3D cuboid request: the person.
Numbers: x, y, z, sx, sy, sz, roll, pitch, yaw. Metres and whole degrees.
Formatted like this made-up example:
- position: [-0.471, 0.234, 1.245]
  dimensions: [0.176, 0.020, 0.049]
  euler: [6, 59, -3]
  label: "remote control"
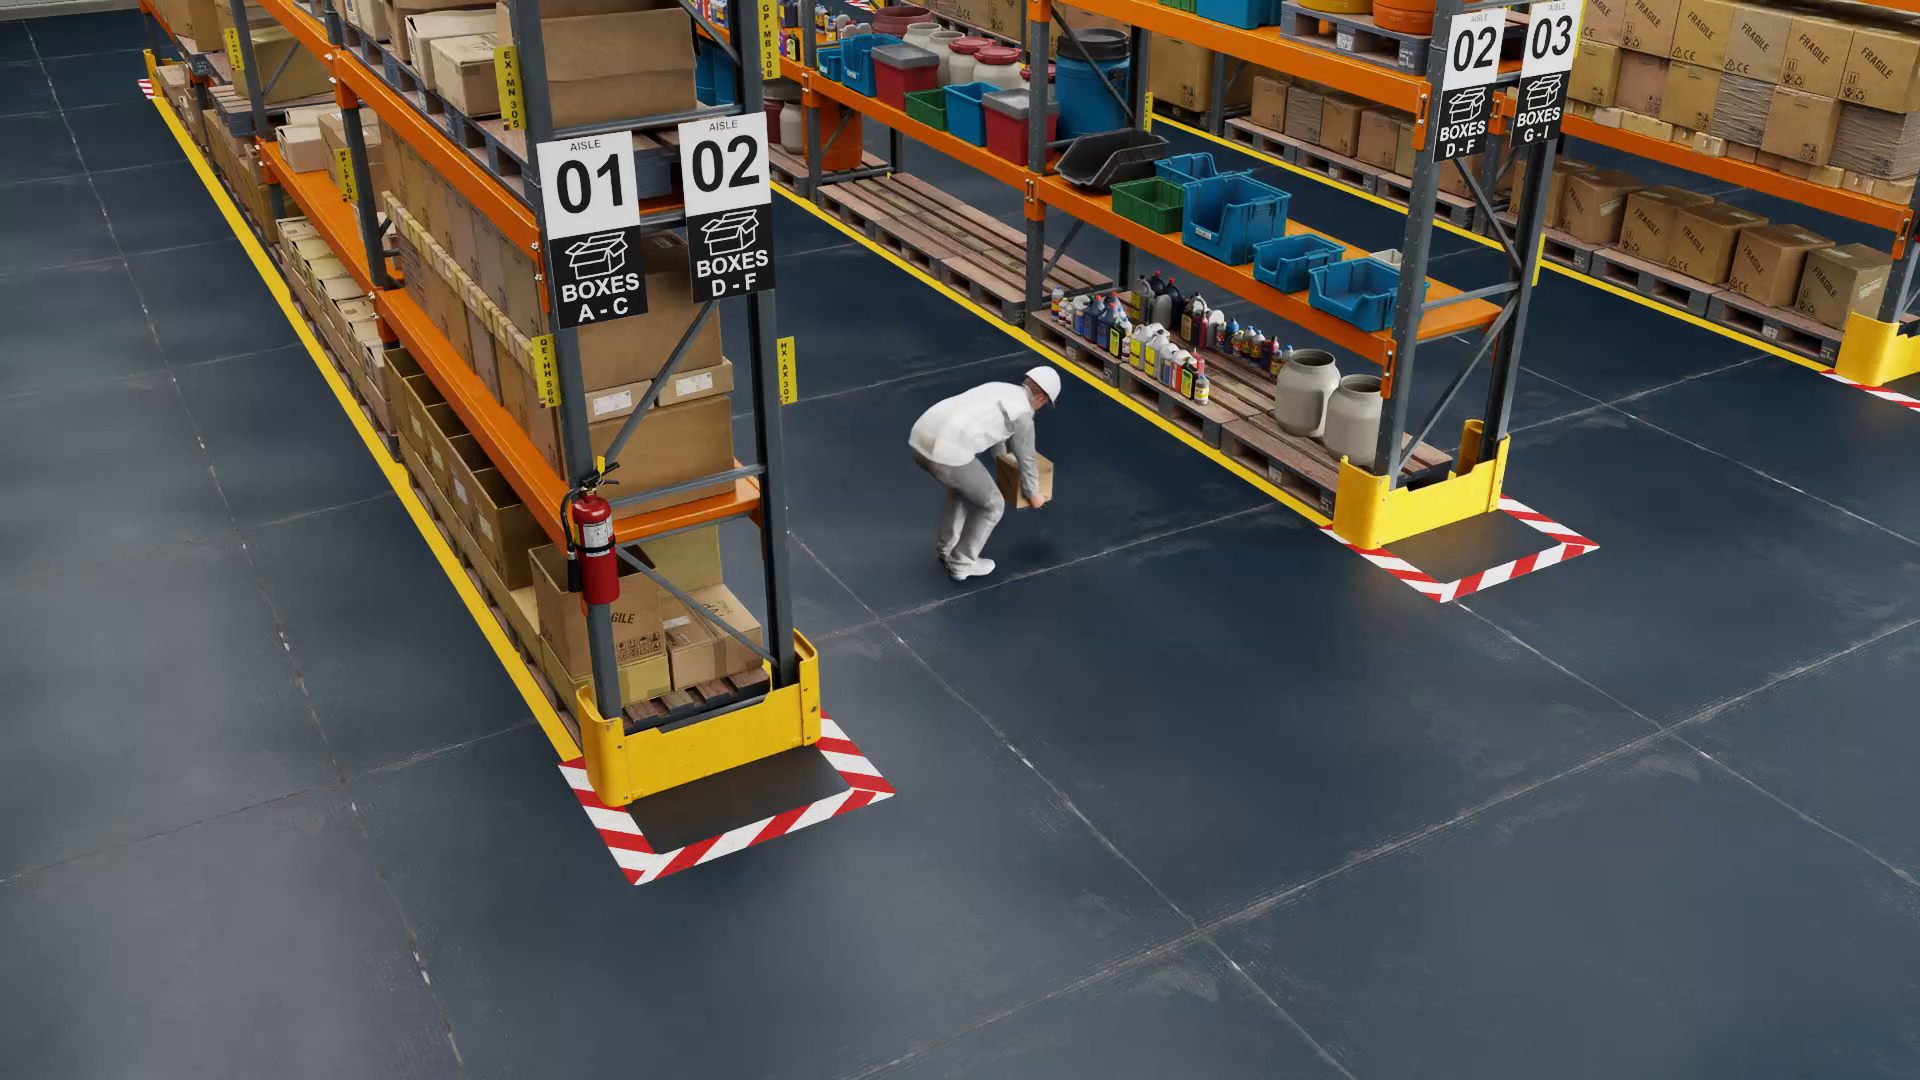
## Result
- position: [0.178, -0.412, 9.929]
  dimensions: [0.988, 1.155, 0.481]
  euler: [-17, 33, -28]
  label: "person"
